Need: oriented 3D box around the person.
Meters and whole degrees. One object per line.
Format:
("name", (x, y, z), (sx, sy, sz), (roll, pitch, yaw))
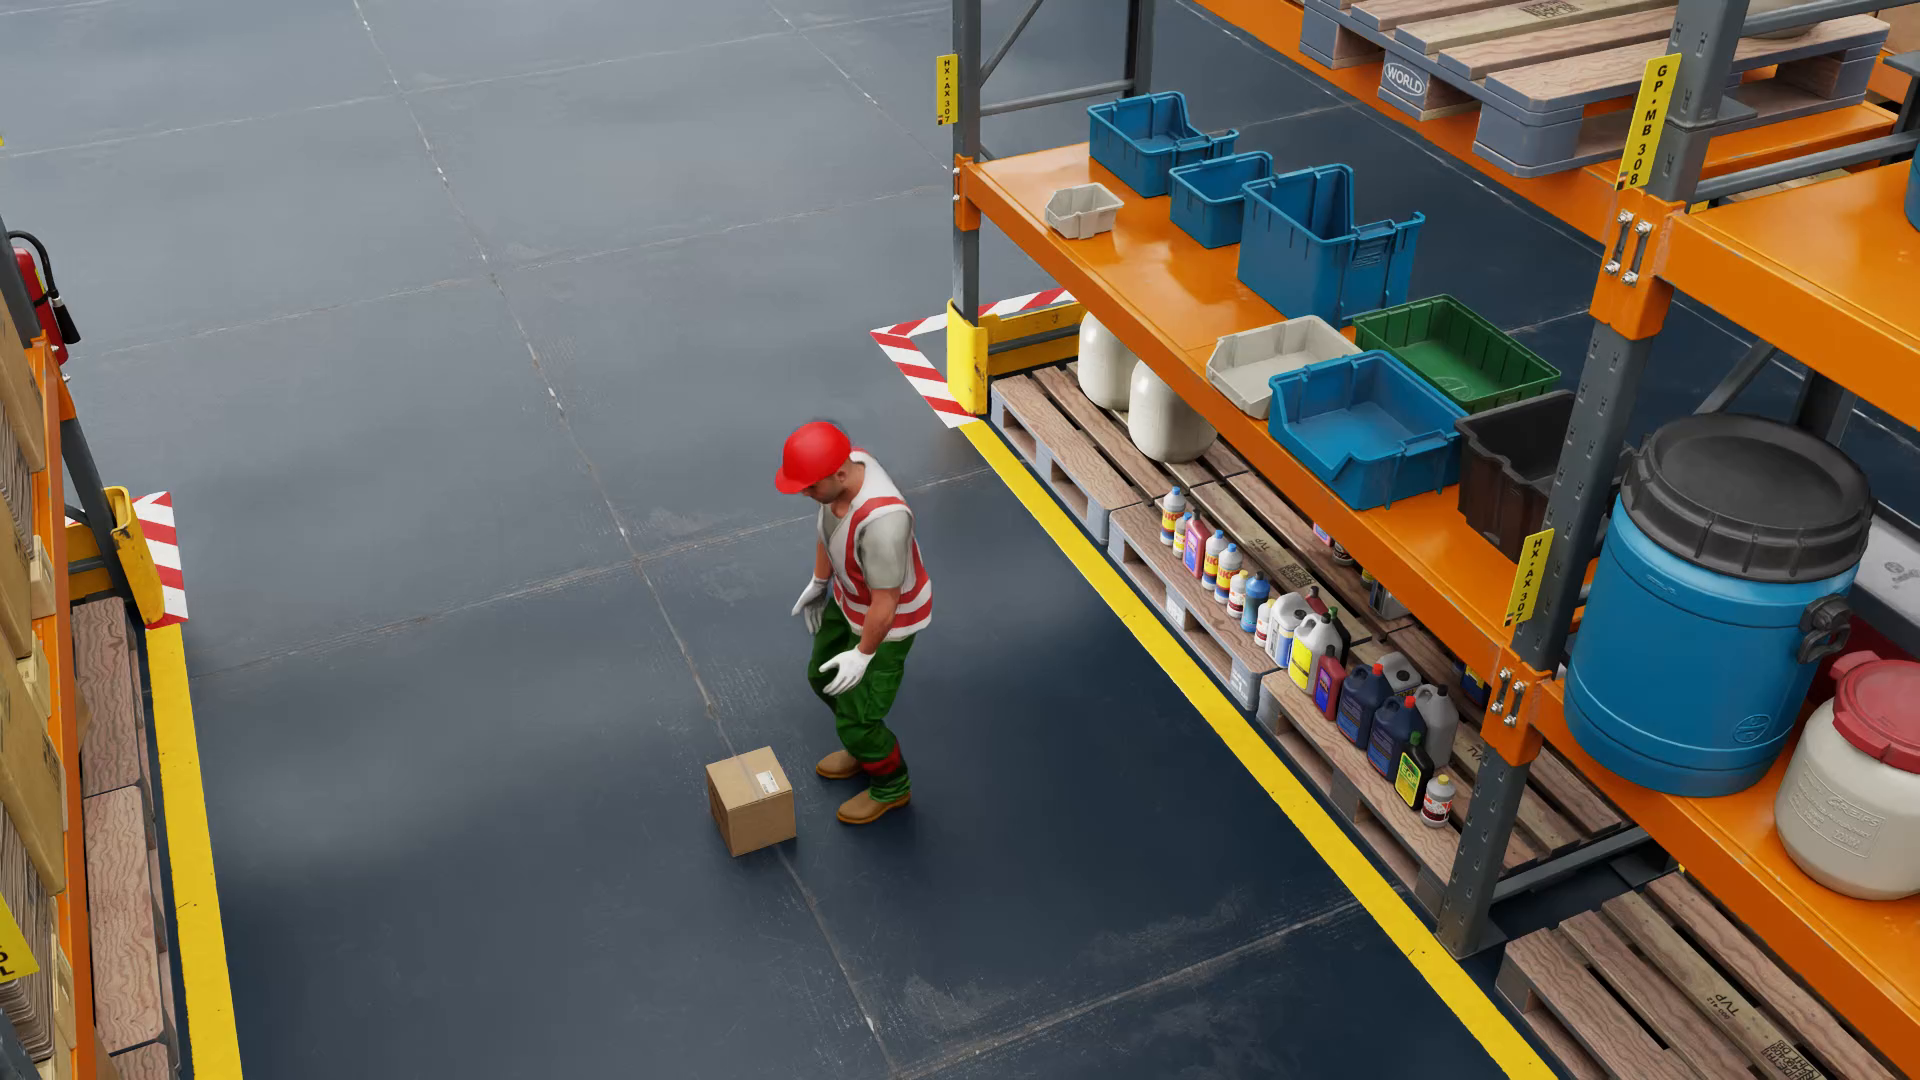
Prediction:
("person", (-0.358, 0.286, 5.827), (0.516, 1.698, 0.554), (-15, 39, -19))
